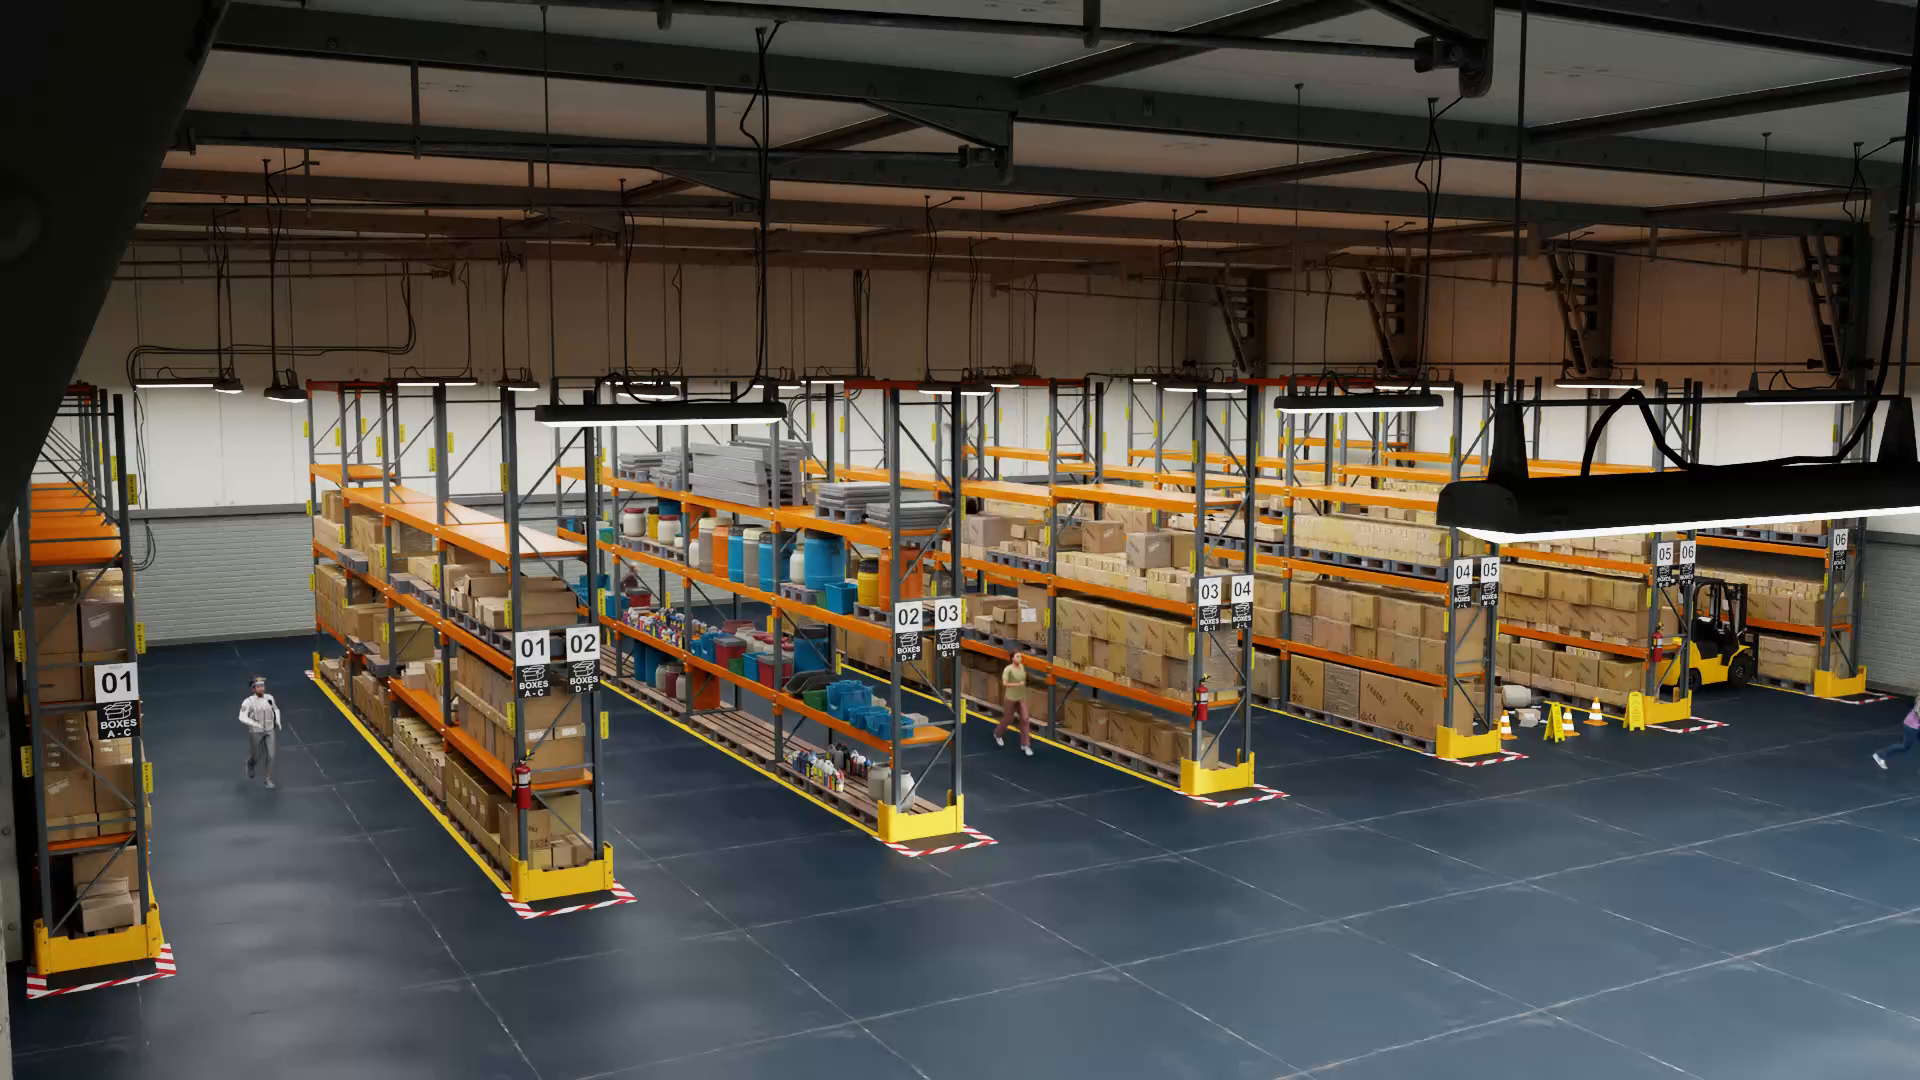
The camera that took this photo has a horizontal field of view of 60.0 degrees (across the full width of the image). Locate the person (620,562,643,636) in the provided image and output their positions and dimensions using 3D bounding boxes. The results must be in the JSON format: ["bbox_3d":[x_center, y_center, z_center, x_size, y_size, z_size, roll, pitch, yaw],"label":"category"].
[{"bbox_3d":[-7.637,1.365,38.642,0.735,1.708,0.674,-2,6,-14],"label":"person"}]

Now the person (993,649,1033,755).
[{"bbox_3d":[0.870,2.597,27.061,0.562,1.679,0.948,-4,7,-35],"label":"person"}]

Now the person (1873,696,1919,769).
[{"bbox_3d":[14.512,2.898,25.432,0.916,1.534,0.572,4,7,34],"label":"person"}]

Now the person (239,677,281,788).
[{"bbox_3d":[-10.465,2.858,24.913,0.625,1.654,0.724,-5,8,-41],"label":"person"}]
